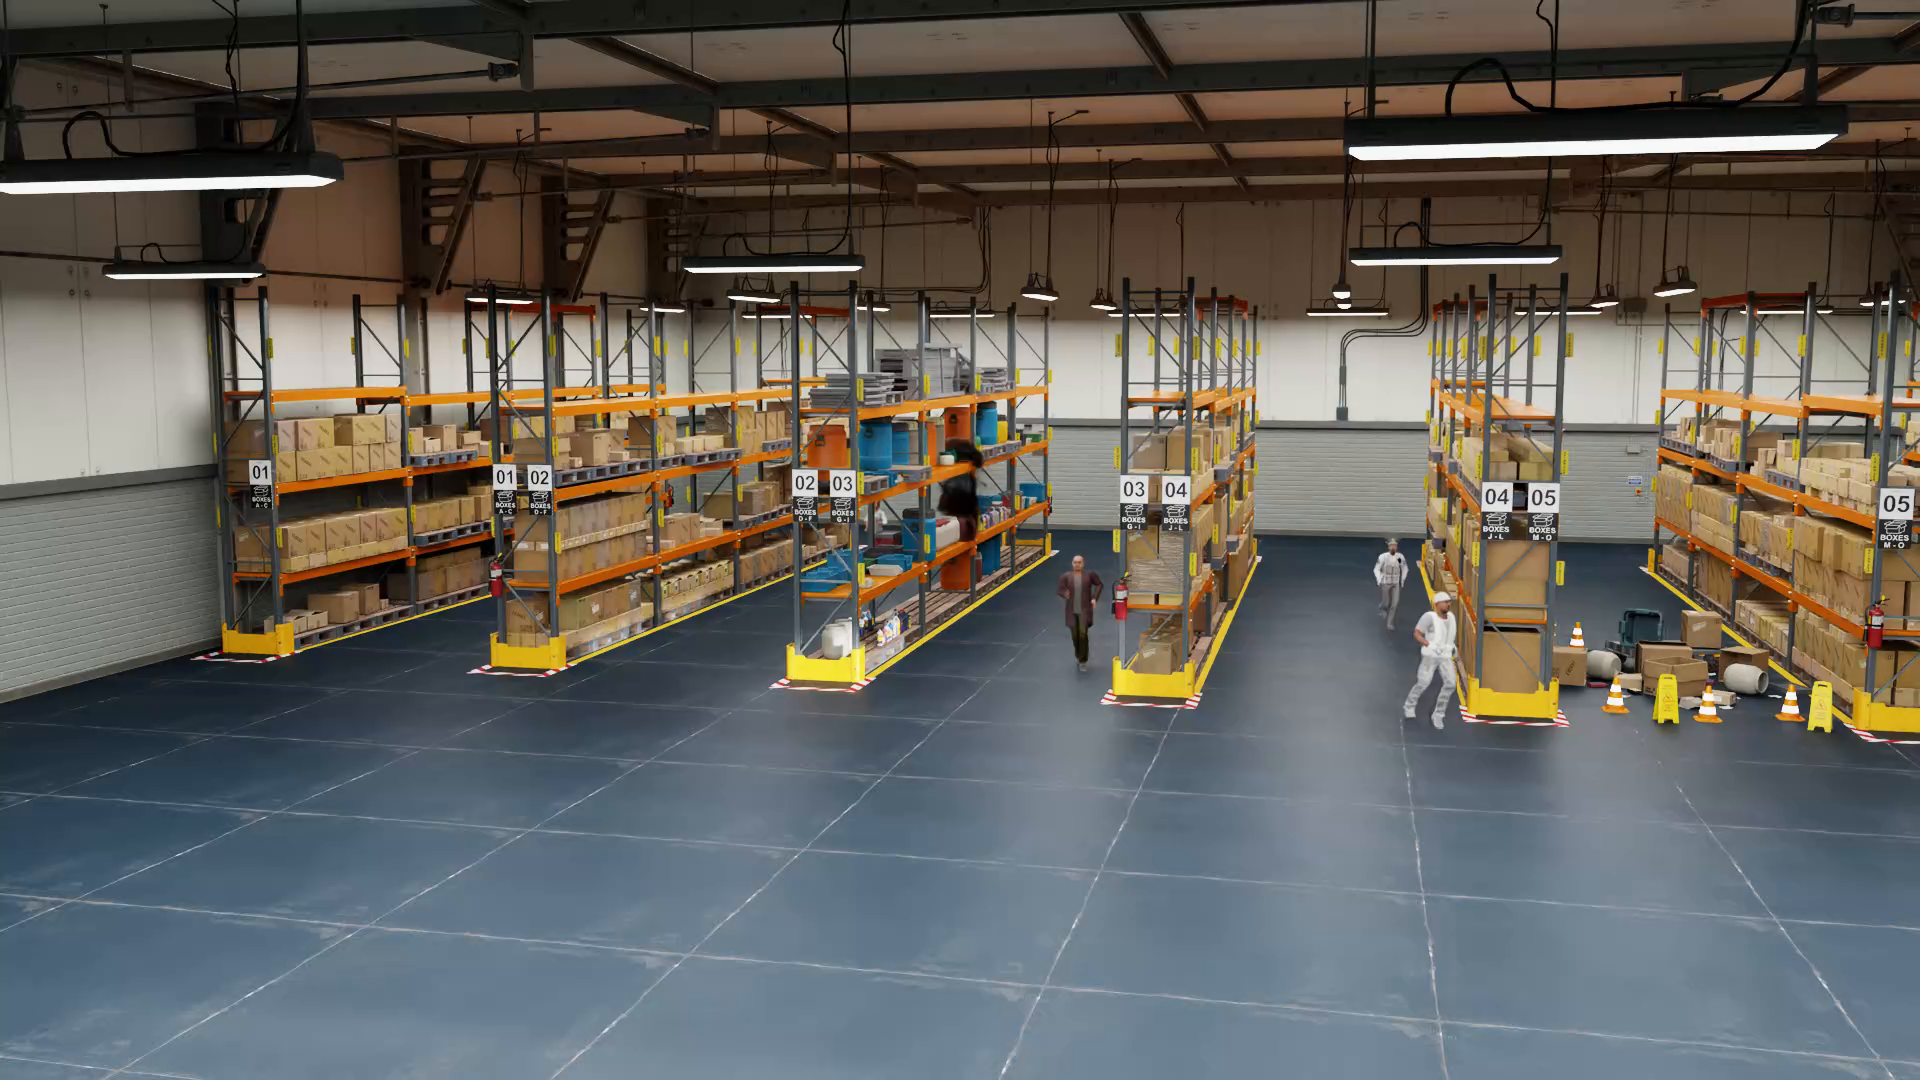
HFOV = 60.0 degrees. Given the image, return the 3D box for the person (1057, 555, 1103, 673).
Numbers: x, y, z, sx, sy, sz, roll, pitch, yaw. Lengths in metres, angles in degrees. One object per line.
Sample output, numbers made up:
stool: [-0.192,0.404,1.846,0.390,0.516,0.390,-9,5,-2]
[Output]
person: [1.852,1.154,25.969,0.684,1.843,0.841,2,7,15]

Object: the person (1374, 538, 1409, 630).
person: [7.752,0.763,29.911,0.603,1.648,0.593,1,7,6]

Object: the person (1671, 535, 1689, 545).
person: [16.769,-0.235,38.554,0.760,1.605,0.850,5,8,35]

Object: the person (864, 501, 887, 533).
person: [-1.910,-0.128,37.580,0.531,1.597,0.878,0,7,0]

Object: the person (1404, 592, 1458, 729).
person: [6.377,1.593,22.239,0.740,1.817,0.680,-2,7,-18]
